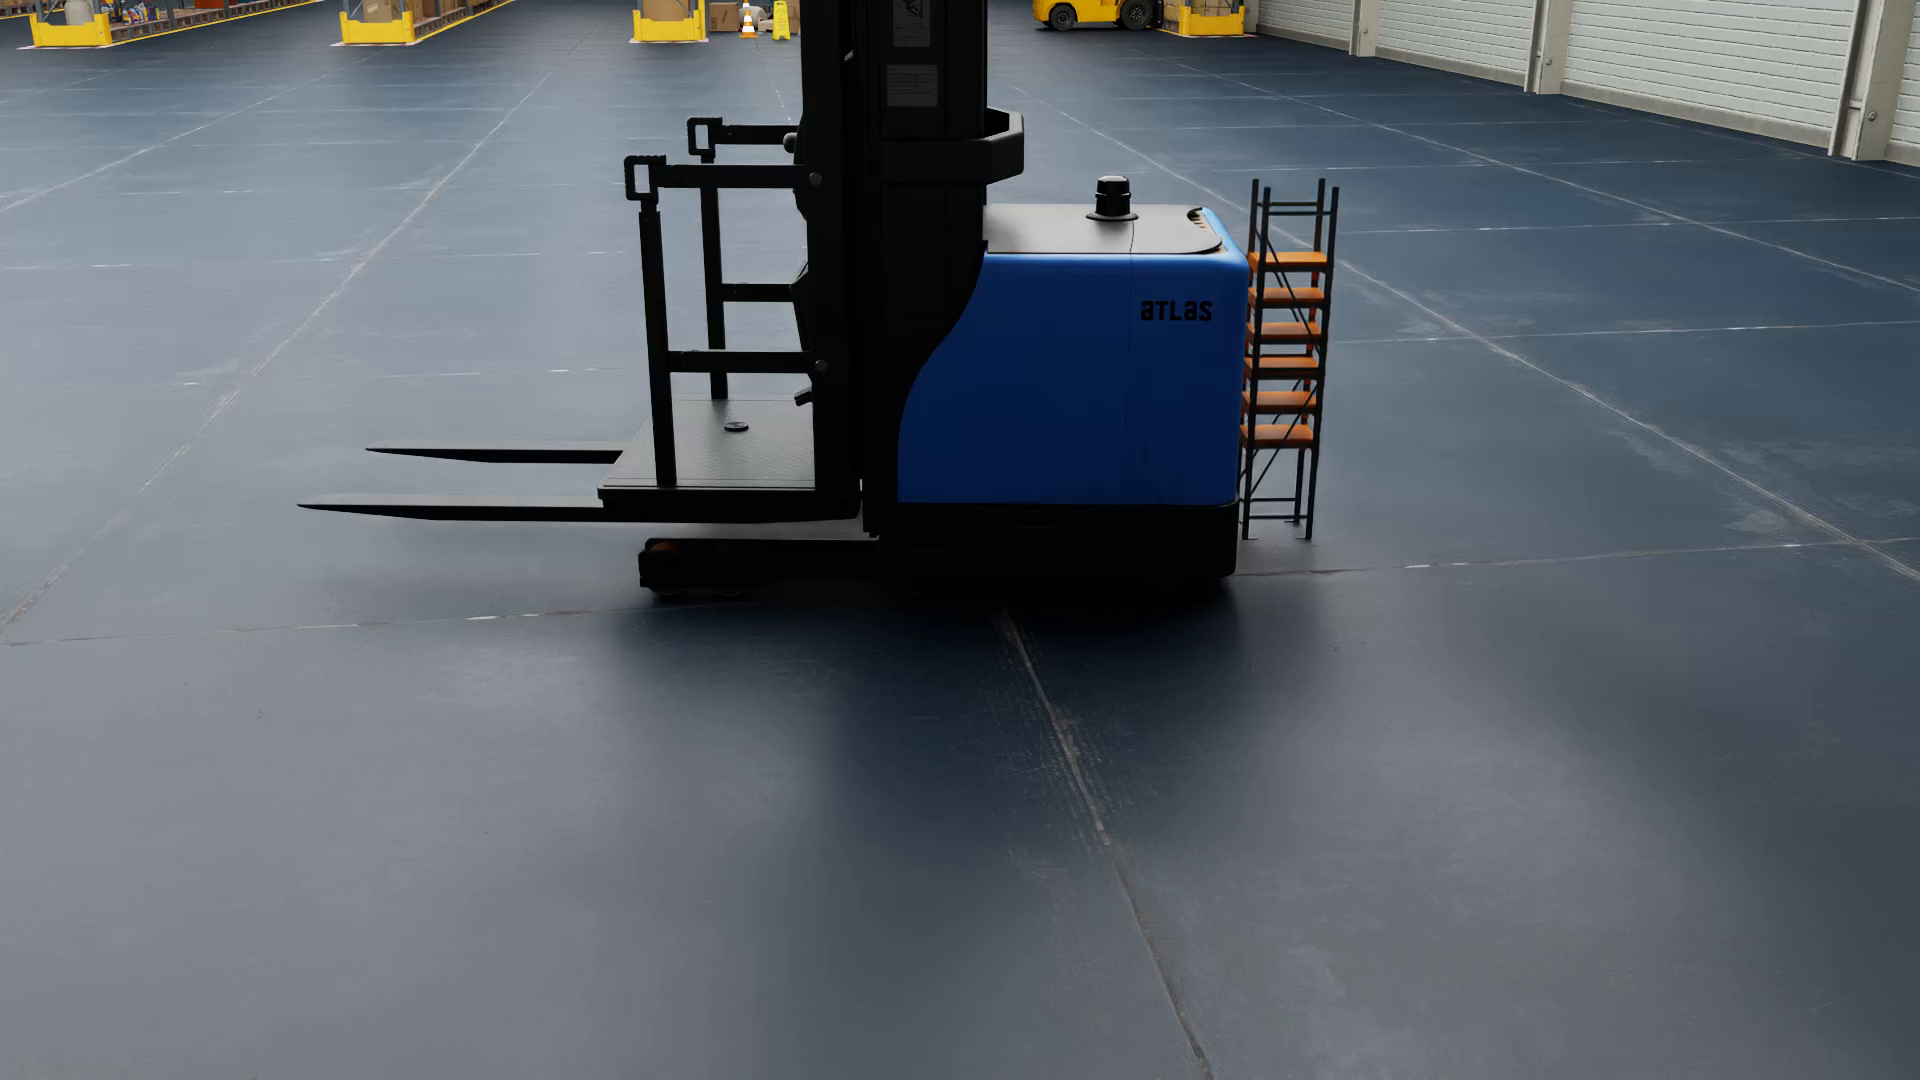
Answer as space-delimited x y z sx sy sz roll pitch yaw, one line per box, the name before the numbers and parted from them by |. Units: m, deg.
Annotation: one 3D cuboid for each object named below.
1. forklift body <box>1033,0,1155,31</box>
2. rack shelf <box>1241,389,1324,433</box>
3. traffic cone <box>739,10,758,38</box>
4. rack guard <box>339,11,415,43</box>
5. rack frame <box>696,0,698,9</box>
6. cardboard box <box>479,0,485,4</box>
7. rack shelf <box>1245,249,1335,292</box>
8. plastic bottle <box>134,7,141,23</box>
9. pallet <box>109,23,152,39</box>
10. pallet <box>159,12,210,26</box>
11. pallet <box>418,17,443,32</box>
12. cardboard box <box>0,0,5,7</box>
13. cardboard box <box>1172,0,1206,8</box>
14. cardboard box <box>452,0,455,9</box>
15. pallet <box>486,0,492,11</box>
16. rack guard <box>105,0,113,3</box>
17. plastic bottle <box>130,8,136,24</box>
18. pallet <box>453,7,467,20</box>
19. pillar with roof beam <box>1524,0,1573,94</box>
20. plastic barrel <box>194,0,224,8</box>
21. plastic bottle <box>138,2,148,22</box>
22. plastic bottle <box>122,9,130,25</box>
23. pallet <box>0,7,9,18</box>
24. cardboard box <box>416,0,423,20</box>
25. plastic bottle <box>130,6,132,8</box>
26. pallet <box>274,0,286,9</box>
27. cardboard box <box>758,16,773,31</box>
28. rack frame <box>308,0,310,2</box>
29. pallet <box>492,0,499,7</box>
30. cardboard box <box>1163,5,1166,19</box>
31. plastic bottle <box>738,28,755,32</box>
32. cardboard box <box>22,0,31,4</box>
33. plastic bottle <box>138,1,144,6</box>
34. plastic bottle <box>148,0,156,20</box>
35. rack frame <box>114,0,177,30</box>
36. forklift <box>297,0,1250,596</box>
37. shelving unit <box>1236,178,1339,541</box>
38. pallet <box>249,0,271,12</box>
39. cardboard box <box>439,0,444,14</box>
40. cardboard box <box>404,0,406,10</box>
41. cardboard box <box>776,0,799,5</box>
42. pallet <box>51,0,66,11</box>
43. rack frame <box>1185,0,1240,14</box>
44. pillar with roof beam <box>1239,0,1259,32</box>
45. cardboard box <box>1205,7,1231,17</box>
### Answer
forklift body | 2.569 -10.947 31.951 2.313 2.155 1.214 -3 21 -8
rack shelf | 1.085 -0.439 5.648 0.258 0.103 0.180 -1 20 -2
traffic cone | -3.818 -9.310 29.983 0.336 0.463 0.334 -3 21 -8
rack guard | -10.081 -8.884 28.787 1.175 0.500 0.348 -3 21 -8
rack frame | -6.300 -13.013 36.271 1.000 3.000 0.127 -3 21 -8
cardboard box | -11.423 -12.548 37.463 1.225 0.875 0.875 -3 21 -8
rack shelf | 1.085 -0.889 5.480 0.258 0.103 0.180 -1 20 -2
plastic bottle | -15.017 -9.573 30.331 0.097 0.271 0.097 0 20 0
pallet | -15.313 -9.199 30.044 1.003 0.211 1.213 -3 21 -8
pallet | -15.878 -10.550 33.662 1.003 0.211 1.213 -3 21 -8
pallet | -10.515 -9.876 31.857 1.003 0.211 1.213 -3 21 -8
cardboard box | -20.890 -11.688 35.666 0.500 0.500 0.500 -4 21 -10
cardboard box | 4.268 -10.075 31.020 0.500 0.250 0.500 -3 21 -8
cardboard box | -11.014 -11.411 34.924 0.700 0.500 0.500 -5 21 -12
pallet | -11.614 -12.613 39.186 1.003 0.211 1.213 -3 21 -8
rack guard | -22.169 -13.872 42.143 1.175 0.500 0.348 -3 21 -8
plastic bottle | -14.973 -9.468 30.051 0.097 0.271 0.097 0 20 0
pallet | -11.112 -11.221 35.458 1.003 0.211 1.213 -3 21 -8
pillar with roof beam | 2.909 -9.505 18.303 9.100 9.000 0.400 -3 21 -8
plastic barrel | -16.212 -11.897 35.783 0.600 0.830 0.708 -3 21 -8
plastic bottle | -15.095 -9.742 30.669 0.144 0.351 0.185 -3 21 -8
plastic bottle | -14.924 -9.350 29.733 0.097 0.271 0.097 0 20 0
pallet | -21.097 -11.254 35.546 1.003 0.211 1.213 -3 21 -8
cardboard box | -10.538 -10.100 31.444 0.500 0.500 0.500 4 21 9
plastic bottle | -15.181 -9.648 30.515 0.061 0.283 0.133 -3 21 -8
pallet | -16.845 -12.879 39.898 1.003 0.211 1.213 -3 21 -8
cardboard box | -3.653 -9.845 31.697 0.396 0.266 0.258 1 20 2
rack frame | -17.277 -15.318 42.442 1.000 3.000 0.127 -3 21 -8
pallet | -11.832 -13.144 40.606 1.003 0.211 1.213 -3 21 -8
cardboard box | 4.142 -10.181 32.018 0.500 0.250 0.500 -3 21 -7
plastic bottle | -4.056 -9.700 31.600 0.283 0.061 0.133 -11 23 -26
cardboard box | -21.113 -12.218 37.086 0.500 0.500 0.500 -3 21 -7
plastic bottle | -15.312 -9.913 31.127 0.144 0.351 0.185 -3 21 -8
plastic bottle | -15.170 -9.920 31.146 0.144 0.351 0.185 -3 21 -9
rack frame | -15.548 -11.163 31.318 1.000 3.000 0.127 -3 21 -8
forklift | -0.628 -1.380 5.222 3.031 2.935 1.130 1 20 2
shelving unit | 1.085 -0.594 5.590 0.258 1.200 0.189 -1 20 -2
pallet | -16.631 -12.358 38.501 1.003 0.211 1.213 -3 21 -8
cardboard box | -10.764 -10.828 33.364 0.700 0.500 0.500 -3 21 -8
cardboard box | -10.263 -9.476 29.773 0.500 0.500 0.500 2 21 6
cardboard box | -3.165 -10.226 32.182 0.797 0.637 0.503 -3 21 -8
pallet | -21.701 -12.616 39.193 1.003 0.211 1.213 -3 21 -8
rack frame | 4.648 -10.780 30.291 1.000 3.000 0.127 -3 21 -8
pillar with roof beam | 1.179 -13.659 29.427 9.100 9.000 0.400 -3 21 -8
cardboard box | 4.771 -9.868 31.180 0.500 0.250 0.500 -3 21 -8
